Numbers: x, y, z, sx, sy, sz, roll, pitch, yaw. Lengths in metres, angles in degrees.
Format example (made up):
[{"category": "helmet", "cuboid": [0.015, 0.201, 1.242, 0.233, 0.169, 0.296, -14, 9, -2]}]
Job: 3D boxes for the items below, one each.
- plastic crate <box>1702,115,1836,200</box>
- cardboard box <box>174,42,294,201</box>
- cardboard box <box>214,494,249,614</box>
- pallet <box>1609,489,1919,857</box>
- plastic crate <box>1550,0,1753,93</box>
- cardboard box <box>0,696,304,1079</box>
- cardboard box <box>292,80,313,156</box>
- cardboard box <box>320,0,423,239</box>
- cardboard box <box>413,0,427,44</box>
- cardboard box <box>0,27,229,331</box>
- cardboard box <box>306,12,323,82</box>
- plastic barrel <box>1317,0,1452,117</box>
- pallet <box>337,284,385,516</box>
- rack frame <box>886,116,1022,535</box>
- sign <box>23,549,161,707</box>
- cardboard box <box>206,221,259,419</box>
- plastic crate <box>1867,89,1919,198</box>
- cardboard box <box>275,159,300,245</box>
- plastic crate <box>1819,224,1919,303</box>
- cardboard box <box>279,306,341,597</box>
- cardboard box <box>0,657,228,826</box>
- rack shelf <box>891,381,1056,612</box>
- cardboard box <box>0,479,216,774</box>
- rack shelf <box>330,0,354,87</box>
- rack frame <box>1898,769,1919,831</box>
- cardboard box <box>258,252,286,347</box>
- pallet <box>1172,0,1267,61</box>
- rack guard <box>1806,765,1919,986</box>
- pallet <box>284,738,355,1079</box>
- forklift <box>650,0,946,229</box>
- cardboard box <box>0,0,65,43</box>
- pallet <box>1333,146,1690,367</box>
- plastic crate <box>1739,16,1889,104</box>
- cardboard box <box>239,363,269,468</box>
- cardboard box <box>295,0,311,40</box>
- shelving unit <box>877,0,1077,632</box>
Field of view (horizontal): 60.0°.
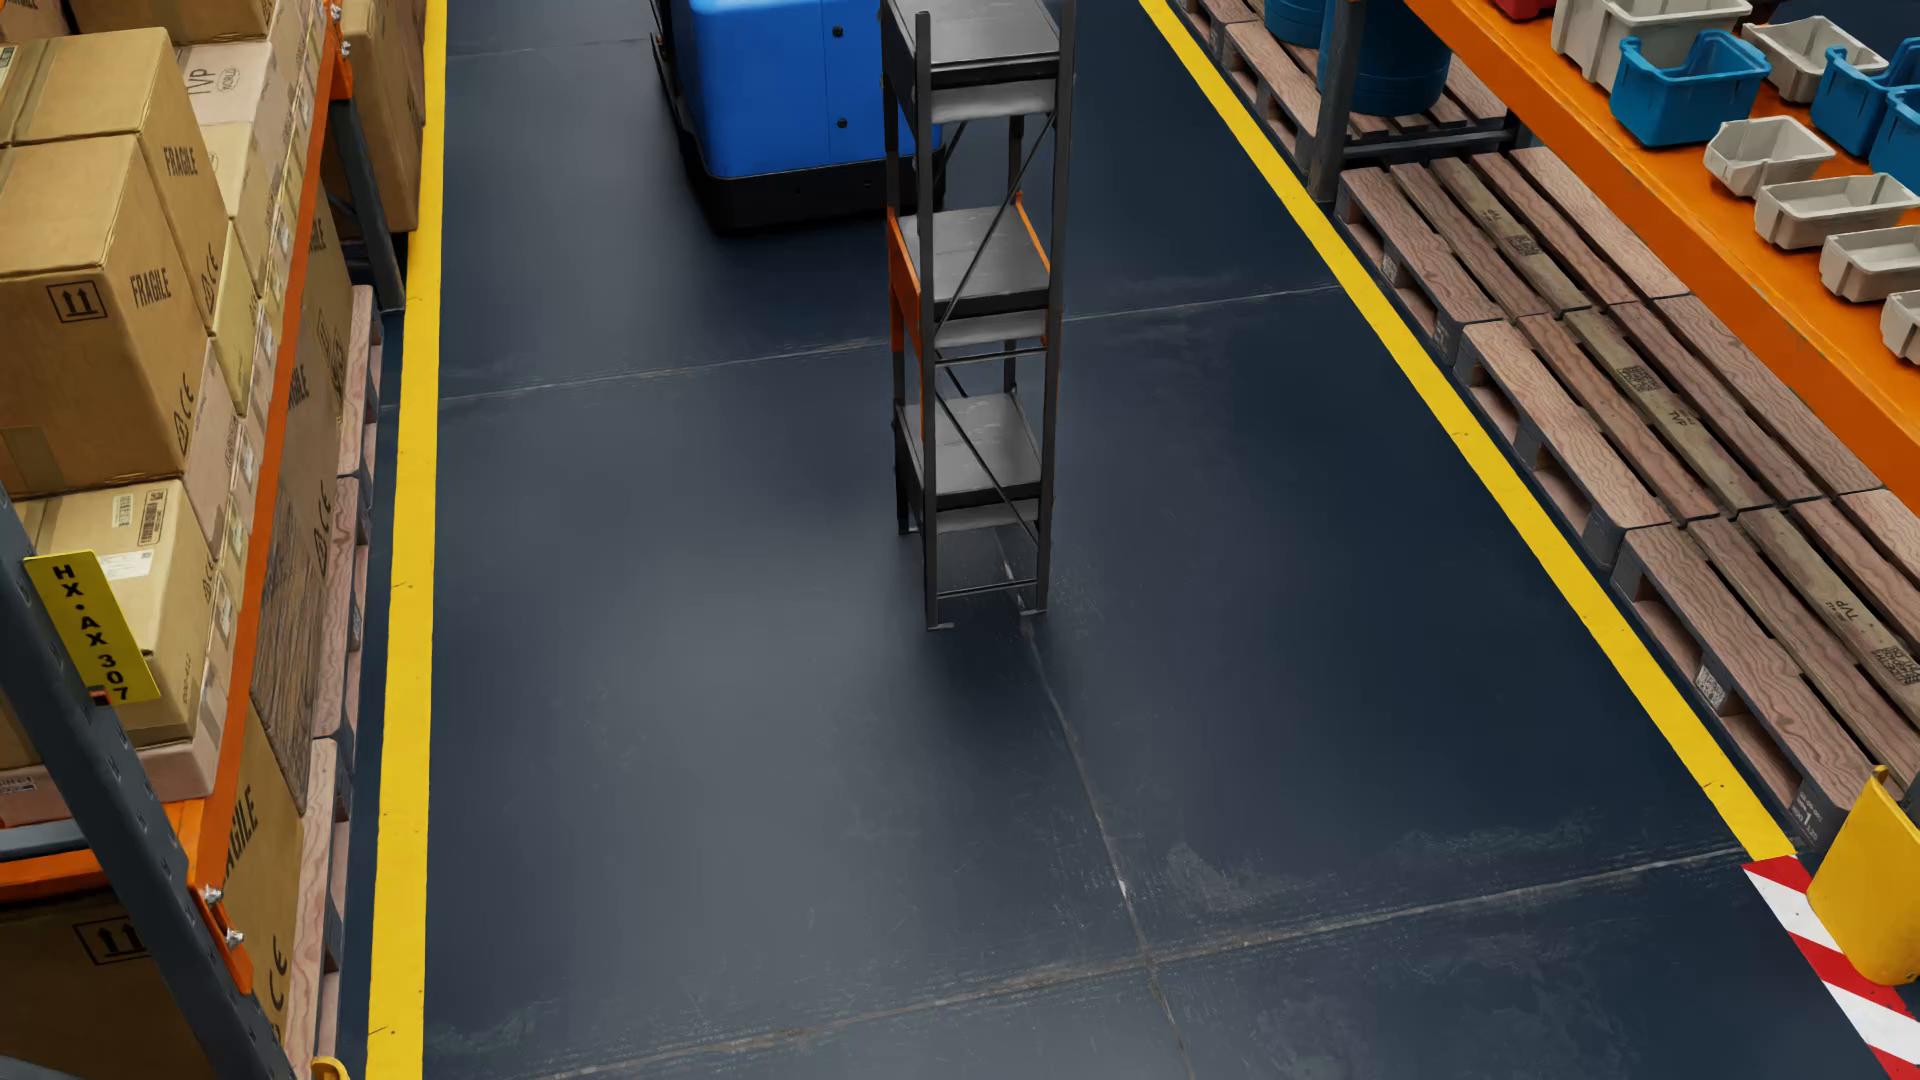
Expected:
[{"category": "plastic crate", "cuboid": [2.364, -1.120, 4.905, 0.298, 0.136, 0.250, -8, 42, -9]}, {"category": "cardboard box", "cuboid": [-2.192, -1.161, 4.687, 0.500, 0.250, 0.500, -8, 42, -8]}, {"category": "cardboard box", "cuboid": [-1.772, 0.057, 3.615, 0.380, 0.149, 0.250, -9, 42, -10]}, {"category": "pallet", "cuboid": [2.791, 0.366, 5.179, 1.003, 0.211, 1.213, -8, 42, -9]}, {"category": "plastic crate", "cuboid": [2.218, -1.692, 5.441, 0.437, 0.282, 0.530, -8, 42, -9]}, {"category": "cardboard box", "cuboid": [-2.121, 0.807, 3.866, 0.875, 0.875, 0.875, -8, 42, -9]}, {"category": "cardboard box", "cuboid": [-2.216, -1.276, 5.117, 0.380, 0.149, 0.250, -8, 42, -8]}, {"category": "cardboard box", "cuboid": [-2.926, -1.795, 6.796, 1.225, 0.875, 0.875, -8, 42, -9]}, {"category": "cardboard box", "cuboid": [-3.318, -2.946, 8.094, 1.225, 0.875, 0.875, -8, 42, -9]}, {"category": "cardboard box", "cuboid": [-1.971, -0.772, 3.684, 0.500, 0.500, 0.500, -9, 42, -10]}, {"category": "cardboard box", "cuboid": [-2.327, -1.608, 5.492, 0.380, 0.149, 0.250, -8, 42, -8]}, {"category": "plastic barrel", "cuboid": [1.967, -2.457, 7.523, 0.600, 0.901, 0.708, -8, 42, -9]}, {"category": "pallet", "cuboid": [-2.681, -0.473, 6.124, 1.003, 0.211, 1.213, -8, 42, -9]}, {"category": "rack frame", "cuboid": [-0.017, -0.836, 5.110, 0.400, 2.100, 0.015, -8, 42, -9]}, {"category": "sign", "cuboid": [-1.362, 0.144, 2.617, 0.100, 0.325, 0.005, -8, 42, -9]}, {"category": "cardboard box", "cuboid": [-1.968, -0.495, 3.937, 0.500, 0.250, 0.500, -10, 43, -11]}, {"category": "plastic crate", "cuboid": [2.915, -1.158, 4.876, 0.416, 0.233, 0.300, -8, 42, -9]}, {"category": "cardboard box", "cuboid": [-2.105, -0.943, 4.742, 0.380, 0.149, 0.250, -9, 42, -10]}, {"category": "plastic crate", "cuboid": [2.530, -0.754, 4.493, 0.396, 0.136, 0.243, -8, 42, -9]}, {"category": "cardboard box", "cuboid": [-2.510, -0.360, 5.180, 0.875, 0.875, 0.875, -8, 42, -9]}, {"category": "cardboard box", "cuboid": [-1.659, 0.389, 3.241, 0.380, 0.149, 0.250, -8, 42, -9]}, {"category": "rack shelf", "cuboid": [0.036, -0.144, 5.406, 0.431, 0.518, 0.480, -8, 42, -9]}, {"category": "cardboard box", "cuboid": [-1.745, 0.168, 3.191, 0.500, 0.250, 0.500, -9, 42, -10]}, {"category": "rack shelf", "cuboid": [-3.200, -3.048, 7.466, 1.077, 0.370, 4.000, -8, 42, -9]}, {"category": "rack frame", "cuboid": [2.931, -0.137, 3.645, 1.000, 3.000, 0.127, -8, 42, -9]}, {"category": "cardboard box", "cuboid": [-1.993, -0.608, 4.364, 0.380, 0.149, 0.250, -9, 42, -10]}, {"category": "pallet", "cuboid": [1.675, -2.986, 8.954, 1.003, 0.211, 1.213, -8, 42, -9]}, {"category": "rack guard", "cuboid": [2.949, 0.811, 4.459, 1.175, 0.500, 0.348, -8, 42, -9]}, {"category": "pallet", "cuboid": [-2.154, 1.108, 4.342, 1.003, 0.211, 1.213, -8, 42, -9]}, {"category": "forklift", "cuboid": [-0.937, -3.425, 7.400, 1.130, 2.935, 3.031, -10, 43, -11]}, {"category": "cardboard box", "cuboid": [-2.699, -1.352, 4.337, 0.500, 0.500, 0.500, -10, 42, -11]}, {"category": "pallet", "cuboid": [2.265, -1.216, 6.961, 1.003, 0.211, 1.213, -8, 42, -9]}, {"category": "plastic crate", "cuboid": [2.737, -1.568, 5.410, 0.293, 0.136, 0.466, -8, 42, -9]}, {"category": "cardboard box", "cuboid": [-1.883, -0.277, 3.991, 0.380, 0.149, 0.250, -9, 42, -10]}, {"category": "cardboard box", "cuboid": [-2.417, -1.827, 5.437, 0.500, 0.250, 0.500, -9, 42, -10]}, {"category": "shelving unit", "cuboid": [0.036, -0.678, 4.932, 0.431, 2.100, 0.503, -8, 42, -9]}]
